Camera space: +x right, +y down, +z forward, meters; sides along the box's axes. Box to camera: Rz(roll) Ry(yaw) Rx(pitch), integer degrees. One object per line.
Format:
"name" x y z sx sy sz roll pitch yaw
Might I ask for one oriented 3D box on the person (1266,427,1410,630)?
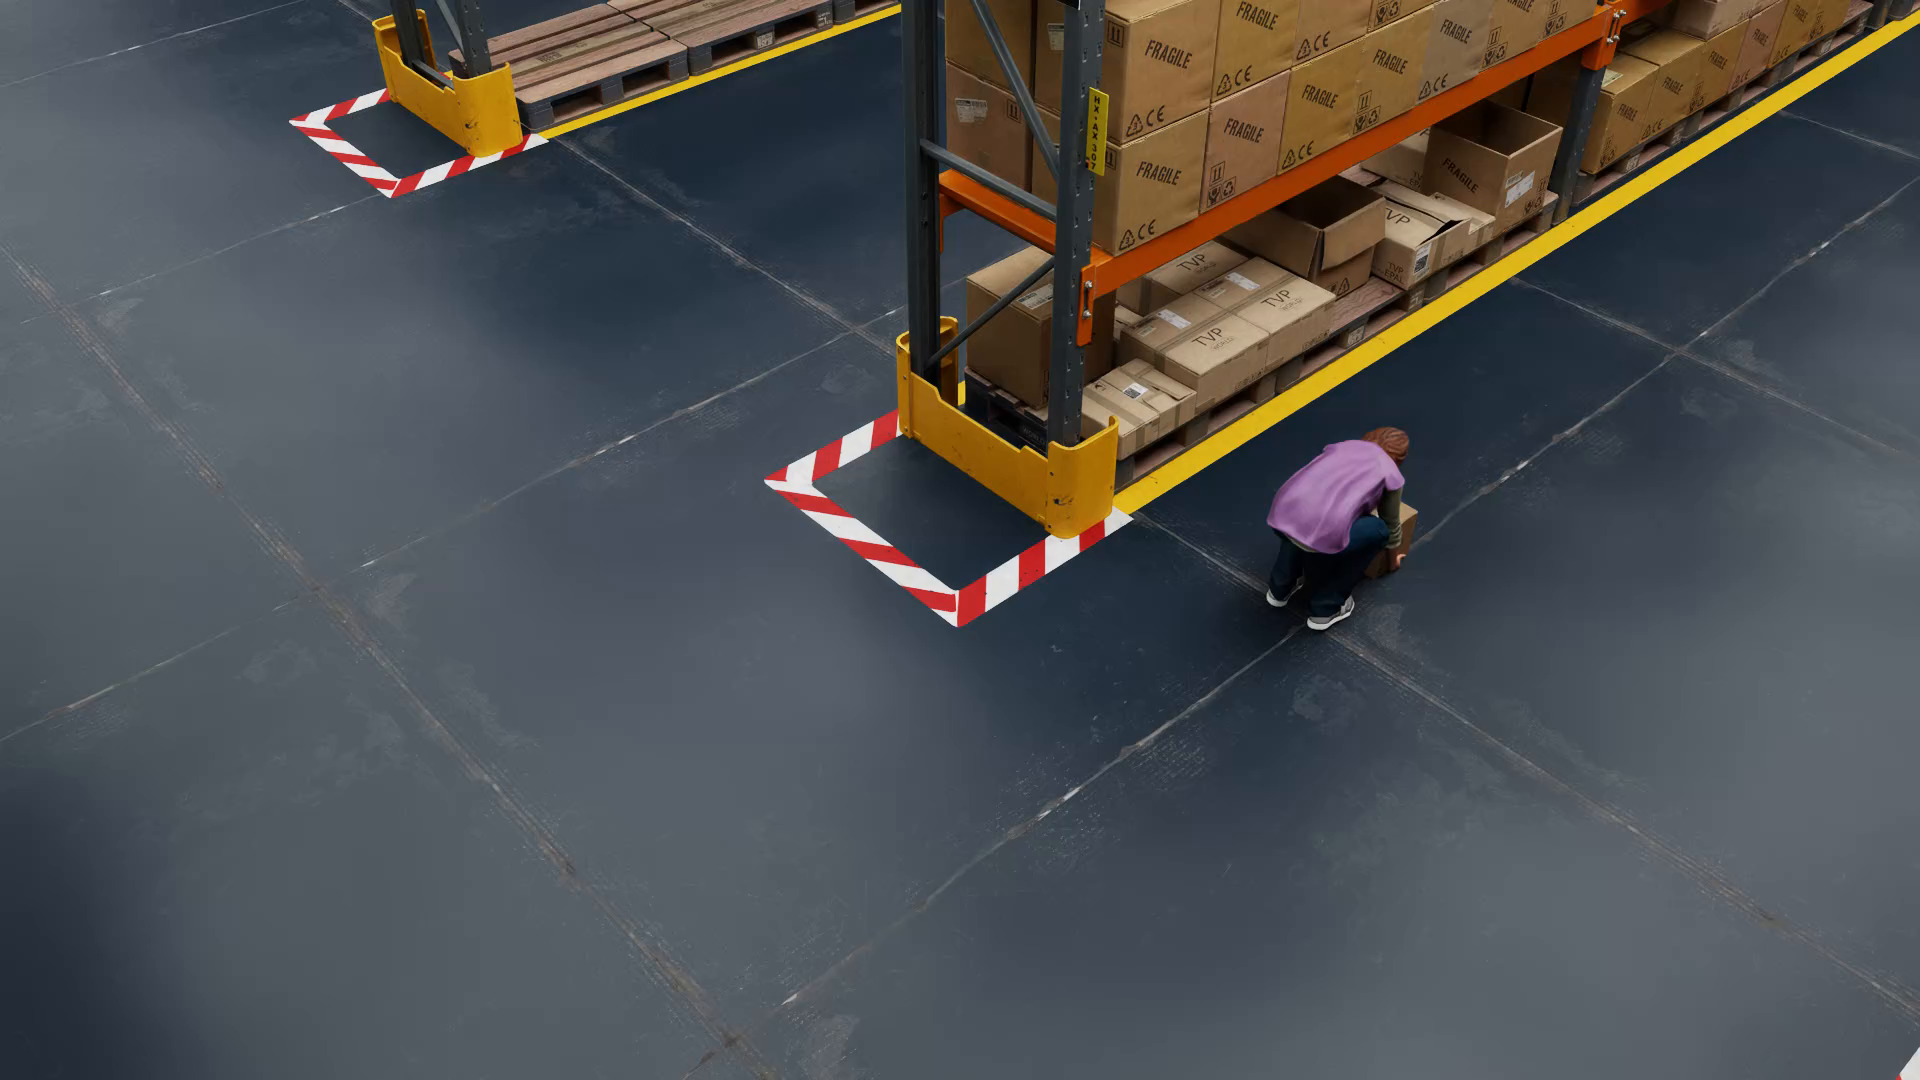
"person" 1.575 -0.069 6.921 0.429 0.773 0.873 30 49 31
